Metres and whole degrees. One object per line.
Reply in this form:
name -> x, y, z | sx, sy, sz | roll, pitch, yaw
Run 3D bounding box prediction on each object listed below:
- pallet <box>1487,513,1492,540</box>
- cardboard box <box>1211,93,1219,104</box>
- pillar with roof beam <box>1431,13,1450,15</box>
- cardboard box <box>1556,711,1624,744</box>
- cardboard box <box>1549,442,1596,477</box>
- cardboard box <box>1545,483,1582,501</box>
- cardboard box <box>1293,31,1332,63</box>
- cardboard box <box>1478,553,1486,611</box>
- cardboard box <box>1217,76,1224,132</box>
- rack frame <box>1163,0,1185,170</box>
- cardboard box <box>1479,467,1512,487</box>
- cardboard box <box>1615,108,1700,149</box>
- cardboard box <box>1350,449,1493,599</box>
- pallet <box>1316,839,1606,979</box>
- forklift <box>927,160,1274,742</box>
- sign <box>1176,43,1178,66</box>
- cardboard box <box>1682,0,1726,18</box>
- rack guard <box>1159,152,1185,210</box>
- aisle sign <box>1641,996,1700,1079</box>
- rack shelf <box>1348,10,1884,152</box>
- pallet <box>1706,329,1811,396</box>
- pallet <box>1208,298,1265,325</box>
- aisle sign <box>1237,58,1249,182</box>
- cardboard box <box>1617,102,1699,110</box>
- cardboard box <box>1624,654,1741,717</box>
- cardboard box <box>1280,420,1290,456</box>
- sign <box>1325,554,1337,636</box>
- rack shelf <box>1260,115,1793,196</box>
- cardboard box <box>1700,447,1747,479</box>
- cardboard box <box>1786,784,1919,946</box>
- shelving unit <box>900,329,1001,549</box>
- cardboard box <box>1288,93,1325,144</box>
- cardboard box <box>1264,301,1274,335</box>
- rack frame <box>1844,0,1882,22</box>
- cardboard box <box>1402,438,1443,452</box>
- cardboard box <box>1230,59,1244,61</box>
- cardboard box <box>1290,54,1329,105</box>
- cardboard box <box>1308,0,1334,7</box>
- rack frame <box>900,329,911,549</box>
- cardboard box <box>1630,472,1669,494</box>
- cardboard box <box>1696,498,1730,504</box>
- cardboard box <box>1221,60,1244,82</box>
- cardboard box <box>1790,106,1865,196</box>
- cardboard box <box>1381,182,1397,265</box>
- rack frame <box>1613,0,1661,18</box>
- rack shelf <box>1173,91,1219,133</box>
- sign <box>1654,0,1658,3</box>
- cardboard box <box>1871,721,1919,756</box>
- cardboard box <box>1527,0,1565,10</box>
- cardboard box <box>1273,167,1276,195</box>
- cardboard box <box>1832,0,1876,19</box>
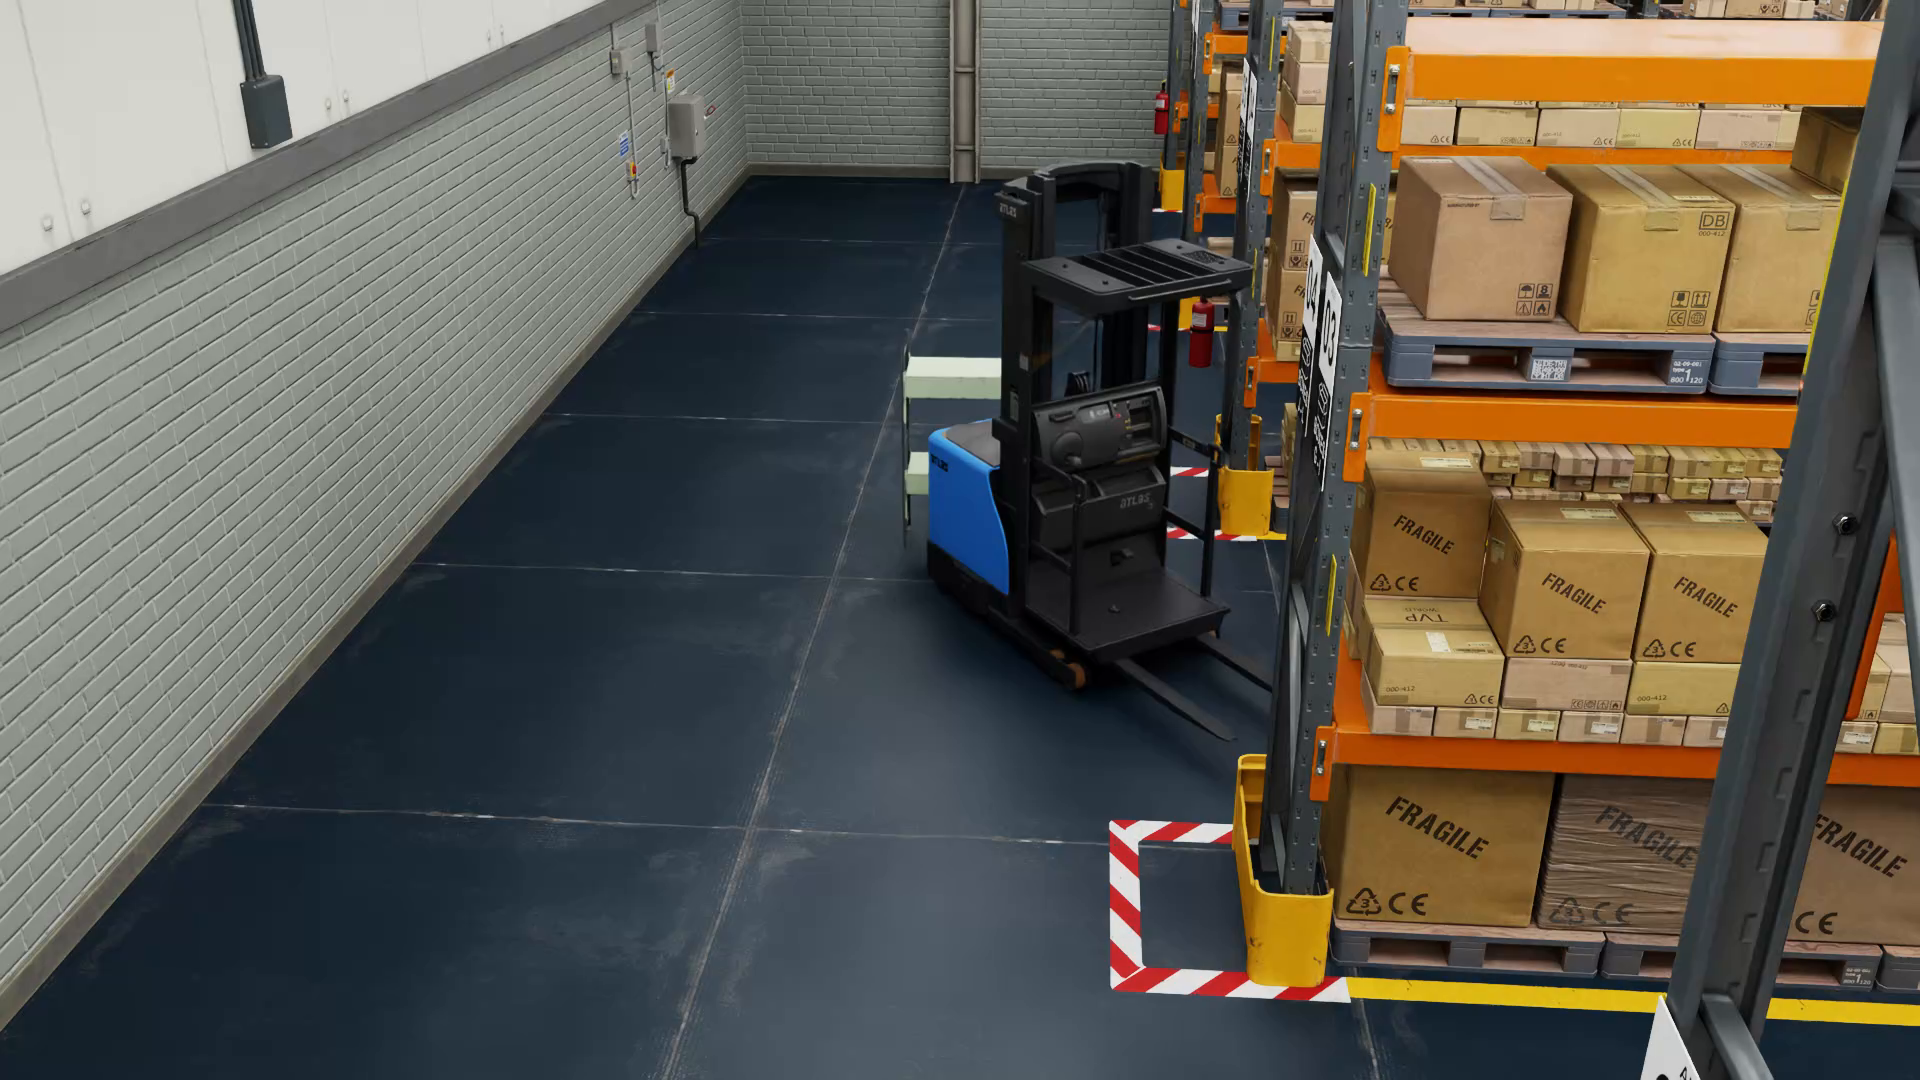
pallet -> 4.131, -0.291, 12.341 | 1.213, 0.211, 1.003 | 2, 25, 4
cardboard box -> 3.253, -5.548, 20.732 | 0.250, 0.149, 0.380 | 2, 25, 5
pillar with roof beam -> 5.723, -6.977, 16.359 | 0.400, 9.000, 9.100 | 2, 25, 4
cardboard box -> 2.654, 0.710, 7.132 | 0.250, 0.149, 0.380 | 1, 25, 3
cardboard box -> 4.342, -0.593, 11.858 | 0.250, 0.149, 0.380 | 1, 25, 2
cardboard box -> 4.319, -0.349, 12.039 | 0.250, 0.149, 0.380 | 2, 25, 5
cardboard box -> 2.340, -3.238, 10.927 | 0.250, 0.149, 0.380 | 2, 25, 4
cardboard box -> 2.563, 0.277, 7.594 | 0.500, 0.250, 0.500 | 1, 25, 3
cardboard box -> 2.812, -4.291, 16.382 | 0.500, 0.500, 0.500 | 3, 25, 6
rack frame -> 2.689, -5.776, 20.926 | 0.127, 3.000, 1.000 | 2, 25, 4
cardboard box -> 3.850, -0.531, 12.079 | 0.250, 0.149, 0.380 | 3, 25, 7
cardboard box -> 4.510, -2.748, 10.935 | 0.500, 0.250, 0.500 | 2, 25, 3
cardboard box -> 2.060, -0.079, 7.470 | 0.500, 0.500, 0.500 | 2, 25, 5
pallet -> 2.357, 1.683, 8.052 | 1.213, 0.211, 1.003 | 2, 25, 4
forklift -> 0.966, -0.649, 9.866 | 1.130, 2.935, 3.031 | -14, 28, -28
sign -> 2.648, -5.943, 20.254 | 0.005, 0.325, 0.100 | 2, 25, 4
cardboard box -> 6.773, -4.910, 15.113 | 0.258, 0.266, 0.396 | 2, 25, 4
rack guard -> 2.765, -4.638, 21.443 | 0.348, 0.500, 1.175 | 2, 25, 4
aisle sign -> 1.126, 1.182, 2.694 | 0.004, 0.787, 0.394 | 2, 25, 4
rack shelf -> 3.548, -1.730, 6.295 | 4.000, 0.370, 1.077 | 2, 25, 4
pallet -> 3.514, -0.842, 6.721 | 1.213, 0.211, 1.003 | 2, 25, 4
pallet -> 3.116, -2.448, 17.028 | 1.213, 0.211, 1.003 | 2, 25, 4
aisle sign -> 1.985, -2.949, 11.673 | 0.004, 0.787, 0.394 | 2, 25, 4
cardboard box -> 4.505, -2.980, 10.842 | 0.500, 0.250, 0.500 | 3, 25, 6
cardboard box -> 3.032, 0.515, 7.077 | 0.500, 0.250, 0.500 | 1, 25, 2
cardboard box -> 2.583, -0.774, 12.607 | 0.250, 0.149, 0.380 | 1, 25, 3
sign -> 1.506, 0.225, 6.754 | 0.005, 0.325, 0.100 | 2, 25, 4
rack shelf -> 4.029, -2.613, 11.324 | 4.000, 0.370, 1.077 | 2, 25, 4
cardboard box -> 5.390, -0.574, 11.816 | 0.250, 0.149, 0.380 | 2, 25, 5
cardboard box -> 3.993, 1.242, 7.713 | 0.875, 0.875, 0.875 | 2, 25, 4
shelving unit -> -0.016, -0.692, 11.670 | 0.755, 1.500, 0.431 | 1, 25, 3
cardboard box -> 2.463, -2.815, 11.081 | 0.500, 0.250, 0.500 | 3, 25, 6
cardboard box -> 2.381, -1.634, 12.225 | 0.250, 0.149, 0.380 | 2, 25, 4
rack frame -> 6.023, -4.238, 10.407 | 0.127, 3.000, 1.000 | 2, 25, 4
cardboard box -> 3.310, -0.655, 11.993 | 0.250, 0.149, 0.380 | 1, 25, 1
cardboard box -> 3.682, -5.922, 21.067 | 0.500, 0.250, 0.500 | 2, 25, 4
cardboard box -> 2.462, -3.040, 10.973 | 0.500, 0.250, 0.500 | 2, 25, 5
cardboard box -> 3.380, -5.061, 15.463 | 0.250, 0.149, 0.380 | 3, 25, 6
rack frame -> -0.381, -0.699, 11.687 | 0.023, 1.500, 0.400 | 1, 25, 3
cardboard box -> 4.903, -0.475, 11.958 | 0.250, 0.149, 0.380 | 2, 25, 4
cardboard box -> 5.353, -0.322, 11.982 | 0.250, 0.149, 0.380 | 3, 25, 5
cardboard box -> 2.686, -4.574, 16.221 | 0.250, 0.149, 0.380 | 2, 25, 5
cardboard box -> 3.568, -1.493, 6.391 | 0.500, 0.250, 0.500 | 1, 25, 2
cardboard box -> 2.966, -2.137, 11.346 | 0.500, 0.500, 0.500 | 3, 25, 6
rack frame -> 6.301, -6.305, 14.898 | 0.127, 3.000, 1.000 | 2, 25, 4
rack shelf -> 4.683, -5.385, 20.938 | 4.000, 0.370, 1.077 | 2, 25, 4
sign -> 6.260, -4.982, 14.897 | 0.005, 0.325, 0.100 | 2, 25, 4
cardboard box -> 3.932, 0.751, 7.042 | 0.250, 0.149, 0.380 | 1, 25, 3
cardboard box -> 5.376, -4.960, 15.242 | 0.250, 0.149, 0.380 | 2, 25, 5
cardboard box -> 3.276, -3.613, 16.106 | 0.500, 0.500, 0.500 | 1, 25, 3
cardboard box -> 8.096, -4.867, 15.021 | 0.258, 0.266, 0.396 | 4, 25, 8
